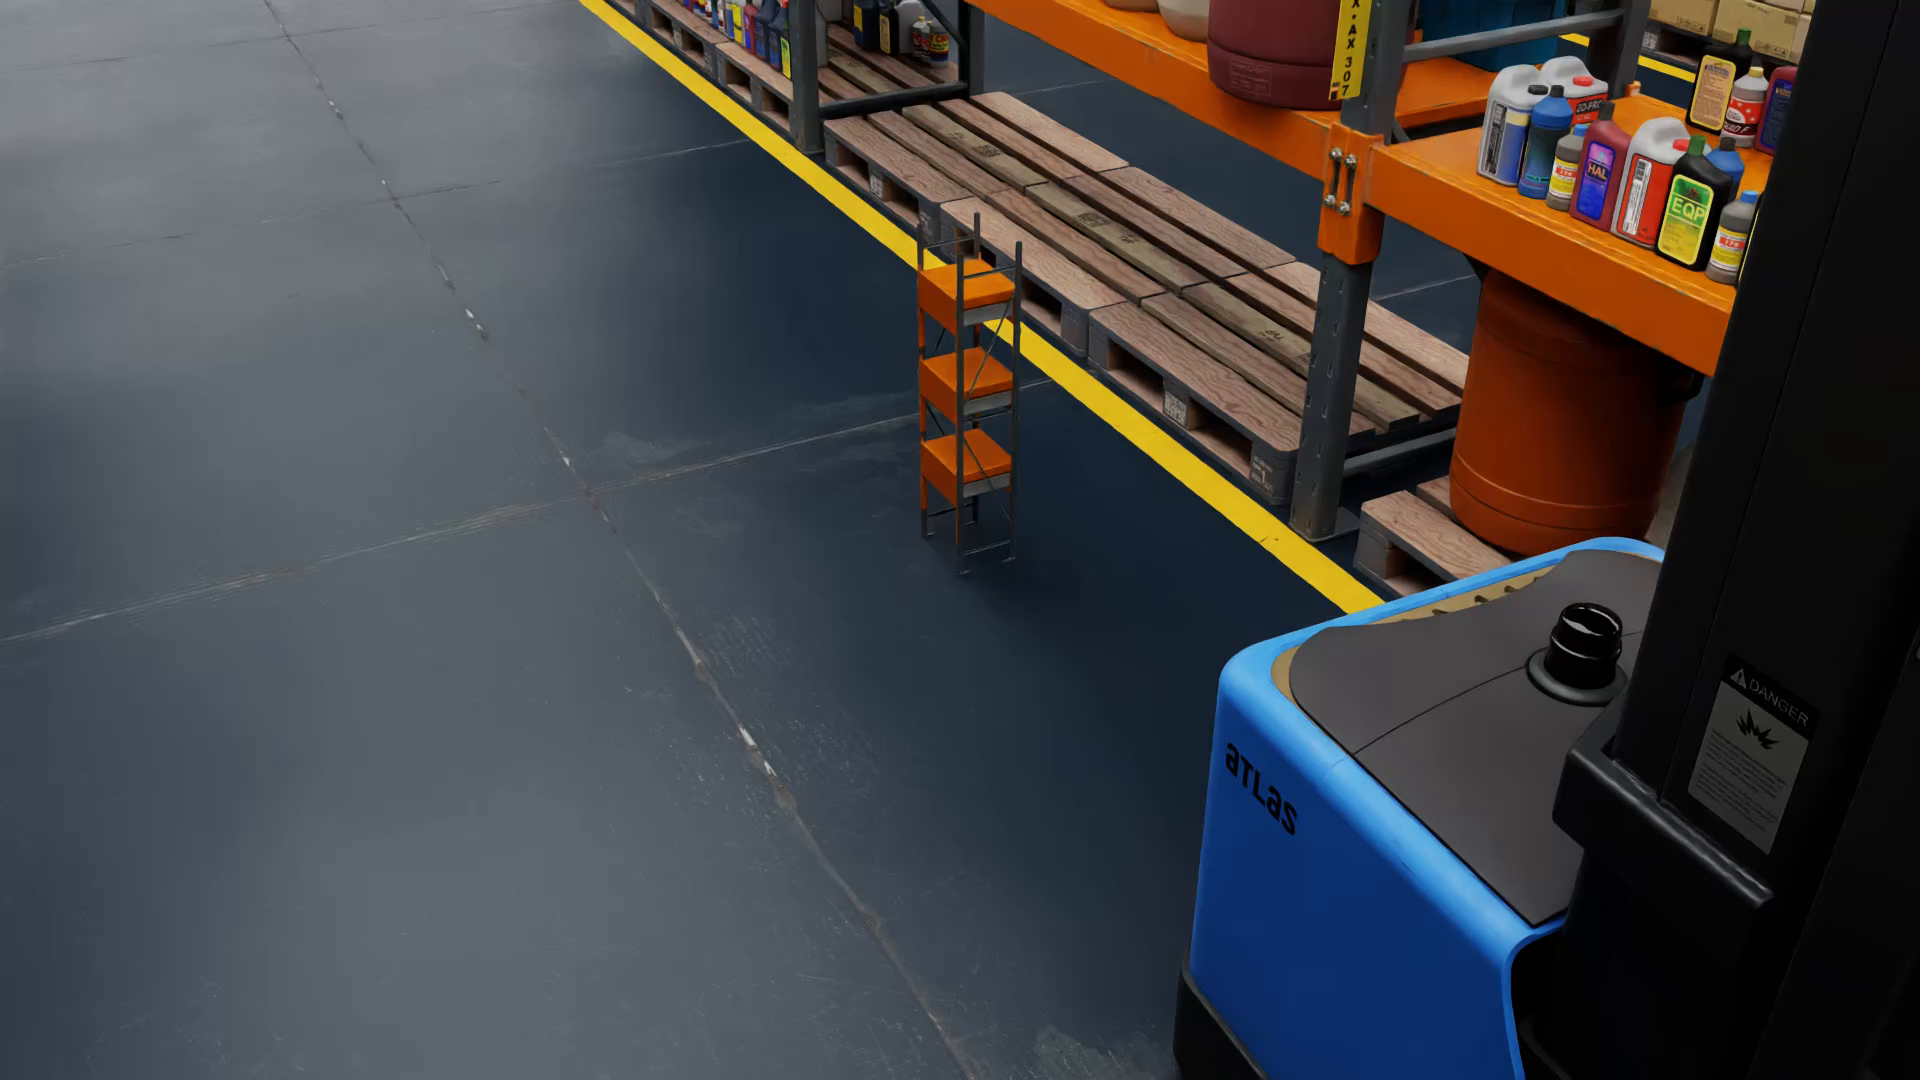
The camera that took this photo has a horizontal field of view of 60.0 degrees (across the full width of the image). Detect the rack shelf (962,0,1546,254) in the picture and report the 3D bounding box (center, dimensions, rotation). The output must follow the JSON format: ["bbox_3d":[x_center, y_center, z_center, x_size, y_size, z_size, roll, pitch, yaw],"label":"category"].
[{"bbox_3d":[0.585,-2.050,6.337,1.077,0.370,4.000,-16,36,-23],"label":"rack shelf"}]

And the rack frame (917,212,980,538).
[{"bbox_3d":[-0.032,-0.475,5.018,0.200,1.050,0.008,-16,36,-23],"label":"rack frame"}]

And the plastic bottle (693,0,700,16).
[{"bbox_3d":[-1.483,-3.146,9.501,0.097,0.271,0.097,0,33,0],"label":"plastic bottle"}]

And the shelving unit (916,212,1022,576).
[{"bbox_3d":[0.025,-0.417,4.927,0.215,1.050,0.252,-16,36,-23],"label":"shelving unit"}]

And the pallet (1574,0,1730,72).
[{"bbox_3d":[4.414,-3.036,9.793,1.003,0.211,1.213,-16,36,-23],"label":"pallet"}]

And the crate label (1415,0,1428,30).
[{"bbox_3d":[1.293,-1.956,5.490,0.502,0.435,0.616,-16,36,-23],"label":"crate label"}]

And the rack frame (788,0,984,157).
[{"bbox_3d":[-0.348,-3.308,7.633,1.000,3.000,0.127,-16,36,-23],"label":"rack frame"}]

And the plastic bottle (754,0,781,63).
[{"bbox_3d":[-0.992,-2.704,8.738,0.144,0.351,0.185,-18,37,-25],"label":"plastic bottle"}]

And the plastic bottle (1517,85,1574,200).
[{"bbox_3d":[1.463,-0.995,4.141,0.097,0.271,0.097,0,33,0],"label":"plastic bottle"}]

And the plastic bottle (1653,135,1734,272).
[{"bbox_3d":[1.671,-0.766,3.773,0.061,0.283,0.133,-16,36,-23],"label":"plastic bottle"}]

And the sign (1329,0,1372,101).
[{"bbox_3d":[1.034,-1.326,4.388,0.100,0.325,0.005,-16,36,-23],"label":"sign"}]

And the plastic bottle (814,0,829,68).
[{"bbox_3d":[-0.775,-2.649,8.652,0.144,0.351,0.185,-16,36,-23],"label":"plastic bottle"}]

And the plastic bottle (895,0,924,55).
[{"bbox_3d":[-0.283,-2.756,8.888,0.152,0.276,0.135,-15,35,-21],"label":"plastic bottle"}]

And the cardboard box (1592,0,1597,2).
[{"bbox_3d":[4.005,-3.316,9.805,0.500,0.250,0.500,-17,36,-24],"label":"cardboard box"}]

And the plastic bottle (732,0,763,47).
[{"bbox_3d":[-1.143,-2.858,8.979,0.144,0.351,0.185,-16,36,-23],"label":"plastic bottle"}]

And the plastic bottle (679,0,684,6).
[{"bbox_3d":[-1.595,-3.231,9.698,0.097,0.201,0.097,0,33,0],"label":"plastic bottle"}]

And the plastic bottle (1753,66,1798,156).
[{"bbox_3d":[2.191,-1.154,4.379,0.061,0.283,0.133,-16,36,-23],"label":"plastic bottle"}]

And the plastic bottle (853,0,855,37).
[{"bbox_3d":[-0.531,-2.873,9.075,0.097,0.271,0.097,0,33,0],"label":"plastic bottle"}]

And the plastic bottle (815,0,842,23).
[{"bbox_3d":[-0.762,-3.080,9.393,0.152,0.276,0.135,-16,36,-23],"label":"plastic bottle"}]

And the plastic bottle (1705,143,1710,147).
[{"bbox_3d":[1.751,-0.847,3.975,0.097,0.201,0.097,0,33,0],"label":"plastic bottle"}]

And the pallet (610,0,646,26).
[{"bbox_3d":[-1.762,-3.629,10.719,1.003,0.211,1.213,-16,36,-23],"label":"pallet"}]

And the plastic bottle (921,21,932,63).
[{"bbox_3d":[-0.156,-2.626,8.754,0.097,0.201,0.097,0,33,0],"label":"plastic bottle"}]

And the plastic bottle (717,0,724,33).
[{"bbox_3d":[-1.295,-2.923,9.219,0.097,0.201,0.097,0,33,0],"label":"plastic bottle"}]

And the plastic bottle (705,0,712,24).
[{"bbox_3d":[-1.390,-3.022,9.372,0.097,0.201,0.097,0,33,0],"label":"plastic bottle"}]

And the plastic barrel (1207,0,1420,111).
[{"bbox_3d":[1.033,-1.601,4.843,0.600,0.536,0.708,-16,36,-23],"label":"plastic barrel"}]

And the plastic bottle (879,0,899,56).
[{"bbox_3d":[-0.377,-2.732,8.844,0.061,0.283,0.133,-16,36,-23],"label":"plastic bottle"}]

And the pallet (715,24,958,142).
[{"bbox_3d":[-0.624,-2.465,8.901,1.003,0.211,1.213,-16,36,-23],"label":"pallet"}]

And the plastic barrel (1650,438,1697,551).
[{"bbox_3d":[2.103,-0.052,4.468,0.421,0.512,0.421,0,33,0],"label":"plastic barrel"}]

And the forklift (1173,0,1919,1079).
[{"bbox_3d":[1.543,0.471,1.798,1.130,2.935,3.031,-15,35,-22],"label":"forklift"}]

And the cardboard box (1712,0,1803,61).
[{"bbox_3d":[4.486,-2.825,9.039,0.500,0.250,0.500,-17,36,-25],"label":"cardboard box"}]

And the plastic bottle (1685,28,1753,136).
[{"bbox_3d":[2.083,-1.264,4.551,0.061,0.283,0.133,-16,36,-23],"label":"plastic bottle"}]

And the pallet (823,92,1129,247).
[{"bbox_3d":[0.053,-1.769,7.815,1.003,0.211,1.213,-16,36,-23],"label":"pallet"}]

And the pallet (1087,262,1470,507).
[{"bbox_3d":[1.190,-0.604,5.997,1.003,0.211,1.213,-16,36,-23],"label":"pallet"}]

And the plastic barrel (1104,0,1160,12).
[{"bbox_3d":[0.652,-2.084,5.619,0.421,0.512,0.421,0,33,0],"label":"plastic barrel"}]

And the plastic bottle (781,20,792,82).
[{"bbox_3d":[-0.864,-2.496,8.475,0.061,0.283,0.133,-14,35,-21],"label":"plastic bottle"}]

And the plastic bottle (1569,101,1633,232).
[{"bbox_3d":[1.546,-0.894,3.972,0.061,0.283,0.133,-16,36,-23],"label":"plastic bottle"}]

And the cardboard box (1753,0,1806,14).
[{"bbox_3d":[4.480,-3.060,8.886,0.500,0.311,0.500,-17,36,-25],"label":"cardboard box"}]

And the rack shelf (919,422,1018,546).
[{"bbox_3d":[0.025,-0.174,5.083,0.215,0.259,0.240,-16,36,-23],"label":"rack shelf"}]

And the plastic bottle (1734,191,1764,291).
[{"bbox_3d":[1.779,-0.656,3.601,0.061,0.283,0.133,-16,36,-23],"label":"plastic bottle"}]
